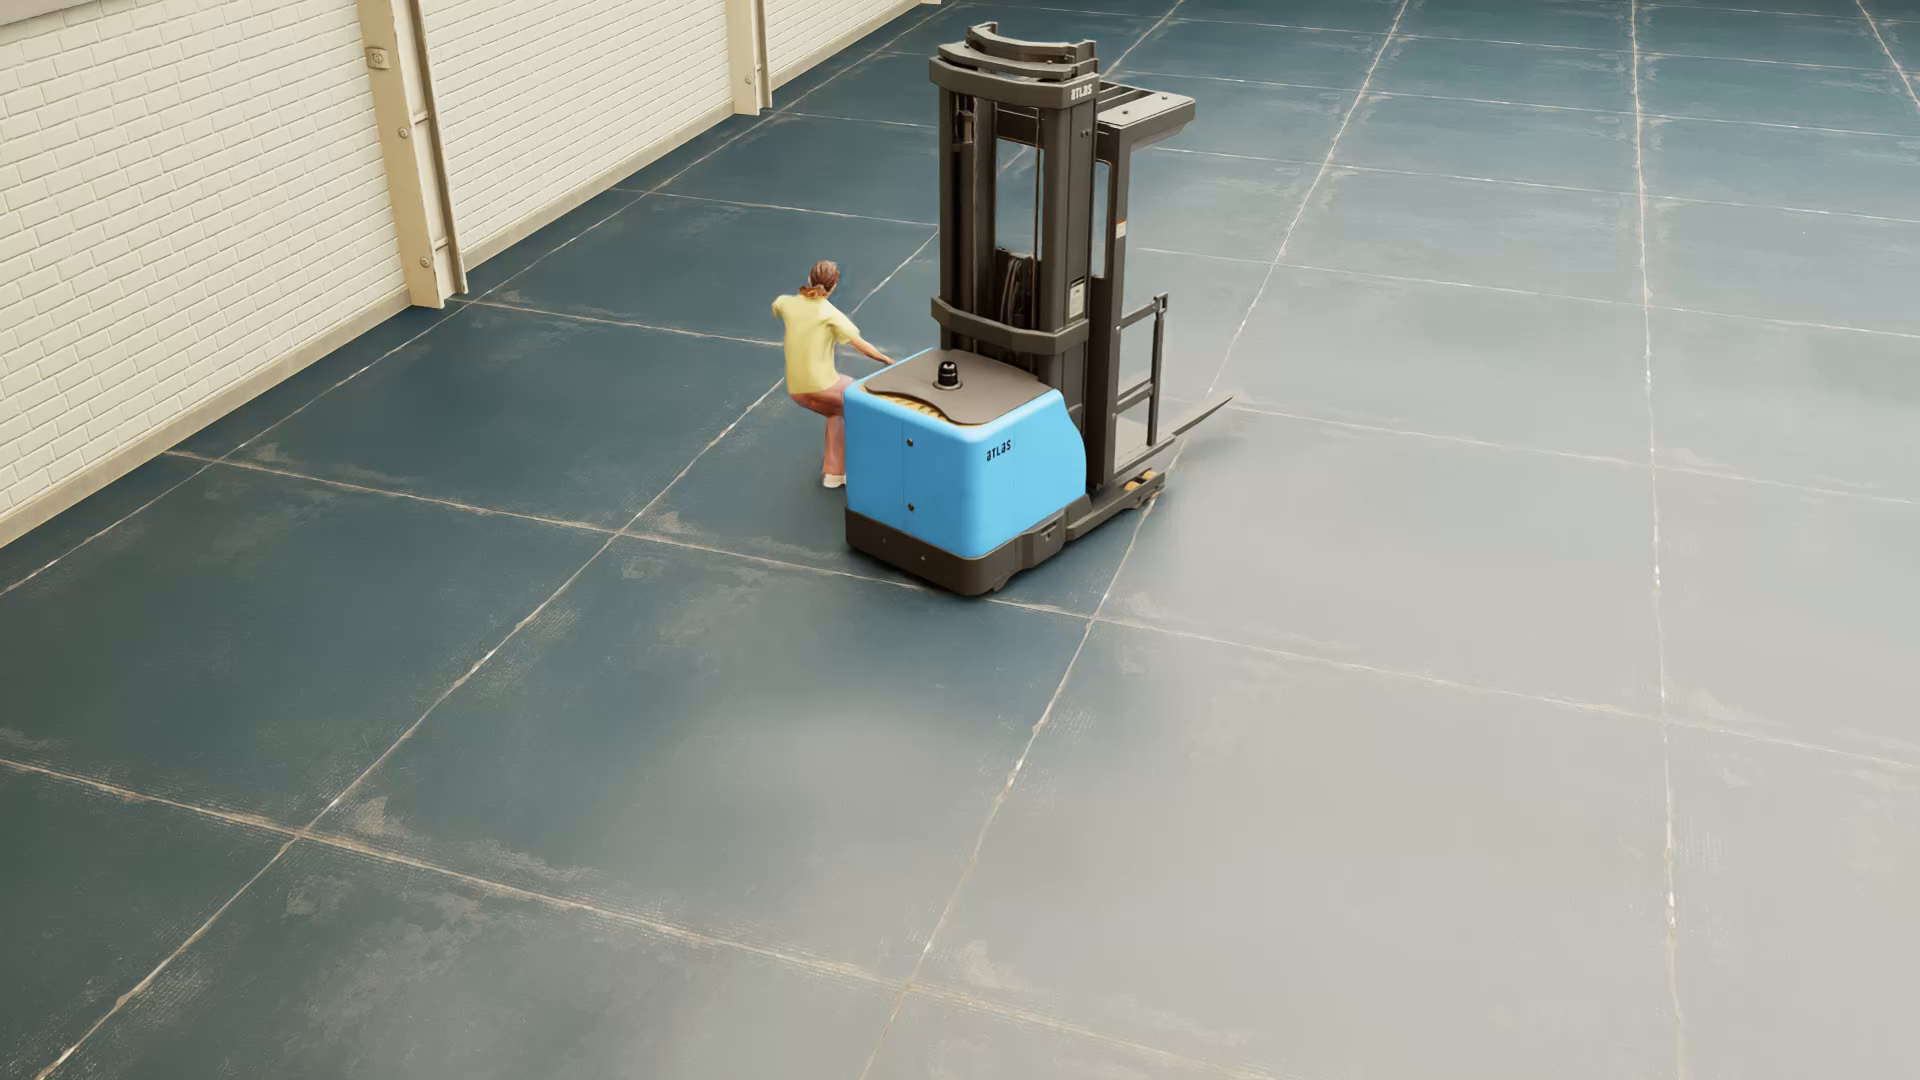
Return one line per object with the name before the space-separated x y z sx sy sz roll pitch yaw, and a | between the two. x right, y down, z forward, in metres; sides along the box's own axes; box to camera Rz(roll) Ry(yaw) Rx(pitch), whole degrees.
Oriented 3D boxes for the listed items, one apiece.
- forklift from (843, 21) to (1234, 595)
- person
forklift | 0.651 -1.615 9.970 1.130 2.935 3.031 23 37 34
person | -0.669 -1.069 10.542 1.197 1.429 0.812 13 32 22
